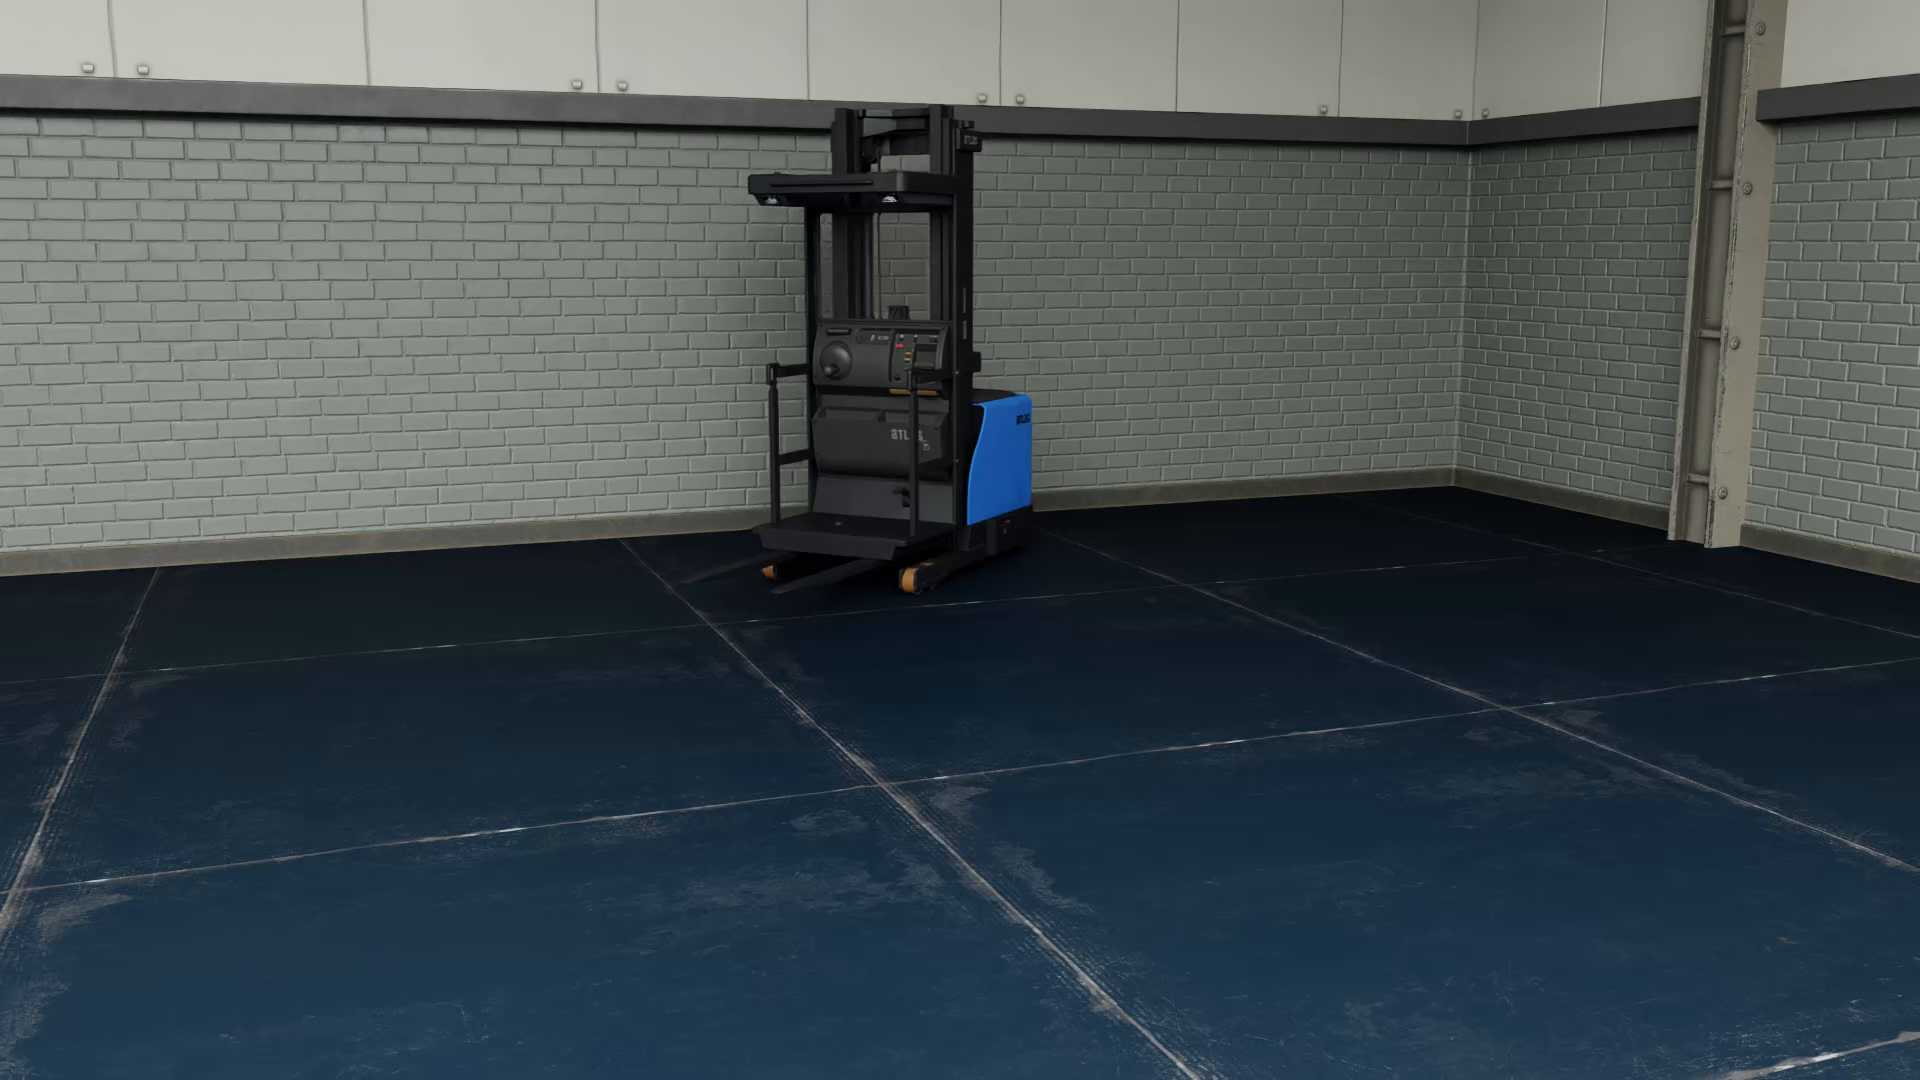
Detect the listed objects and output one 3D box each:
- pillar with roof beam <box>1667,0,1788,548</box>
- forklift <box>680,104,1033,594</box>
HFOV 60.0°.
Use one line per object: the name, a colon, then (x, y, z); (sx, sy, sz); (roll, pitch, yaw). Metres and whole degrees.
pillar with roof beam: (1.287, -4.142, 9.512); (9.100, 9.000, 0.400); (-4, 11, -21)
forklift: (-0.601, -1.200, 10.298); (1.130, 2.935, 3.031); (5, 11, 26)
